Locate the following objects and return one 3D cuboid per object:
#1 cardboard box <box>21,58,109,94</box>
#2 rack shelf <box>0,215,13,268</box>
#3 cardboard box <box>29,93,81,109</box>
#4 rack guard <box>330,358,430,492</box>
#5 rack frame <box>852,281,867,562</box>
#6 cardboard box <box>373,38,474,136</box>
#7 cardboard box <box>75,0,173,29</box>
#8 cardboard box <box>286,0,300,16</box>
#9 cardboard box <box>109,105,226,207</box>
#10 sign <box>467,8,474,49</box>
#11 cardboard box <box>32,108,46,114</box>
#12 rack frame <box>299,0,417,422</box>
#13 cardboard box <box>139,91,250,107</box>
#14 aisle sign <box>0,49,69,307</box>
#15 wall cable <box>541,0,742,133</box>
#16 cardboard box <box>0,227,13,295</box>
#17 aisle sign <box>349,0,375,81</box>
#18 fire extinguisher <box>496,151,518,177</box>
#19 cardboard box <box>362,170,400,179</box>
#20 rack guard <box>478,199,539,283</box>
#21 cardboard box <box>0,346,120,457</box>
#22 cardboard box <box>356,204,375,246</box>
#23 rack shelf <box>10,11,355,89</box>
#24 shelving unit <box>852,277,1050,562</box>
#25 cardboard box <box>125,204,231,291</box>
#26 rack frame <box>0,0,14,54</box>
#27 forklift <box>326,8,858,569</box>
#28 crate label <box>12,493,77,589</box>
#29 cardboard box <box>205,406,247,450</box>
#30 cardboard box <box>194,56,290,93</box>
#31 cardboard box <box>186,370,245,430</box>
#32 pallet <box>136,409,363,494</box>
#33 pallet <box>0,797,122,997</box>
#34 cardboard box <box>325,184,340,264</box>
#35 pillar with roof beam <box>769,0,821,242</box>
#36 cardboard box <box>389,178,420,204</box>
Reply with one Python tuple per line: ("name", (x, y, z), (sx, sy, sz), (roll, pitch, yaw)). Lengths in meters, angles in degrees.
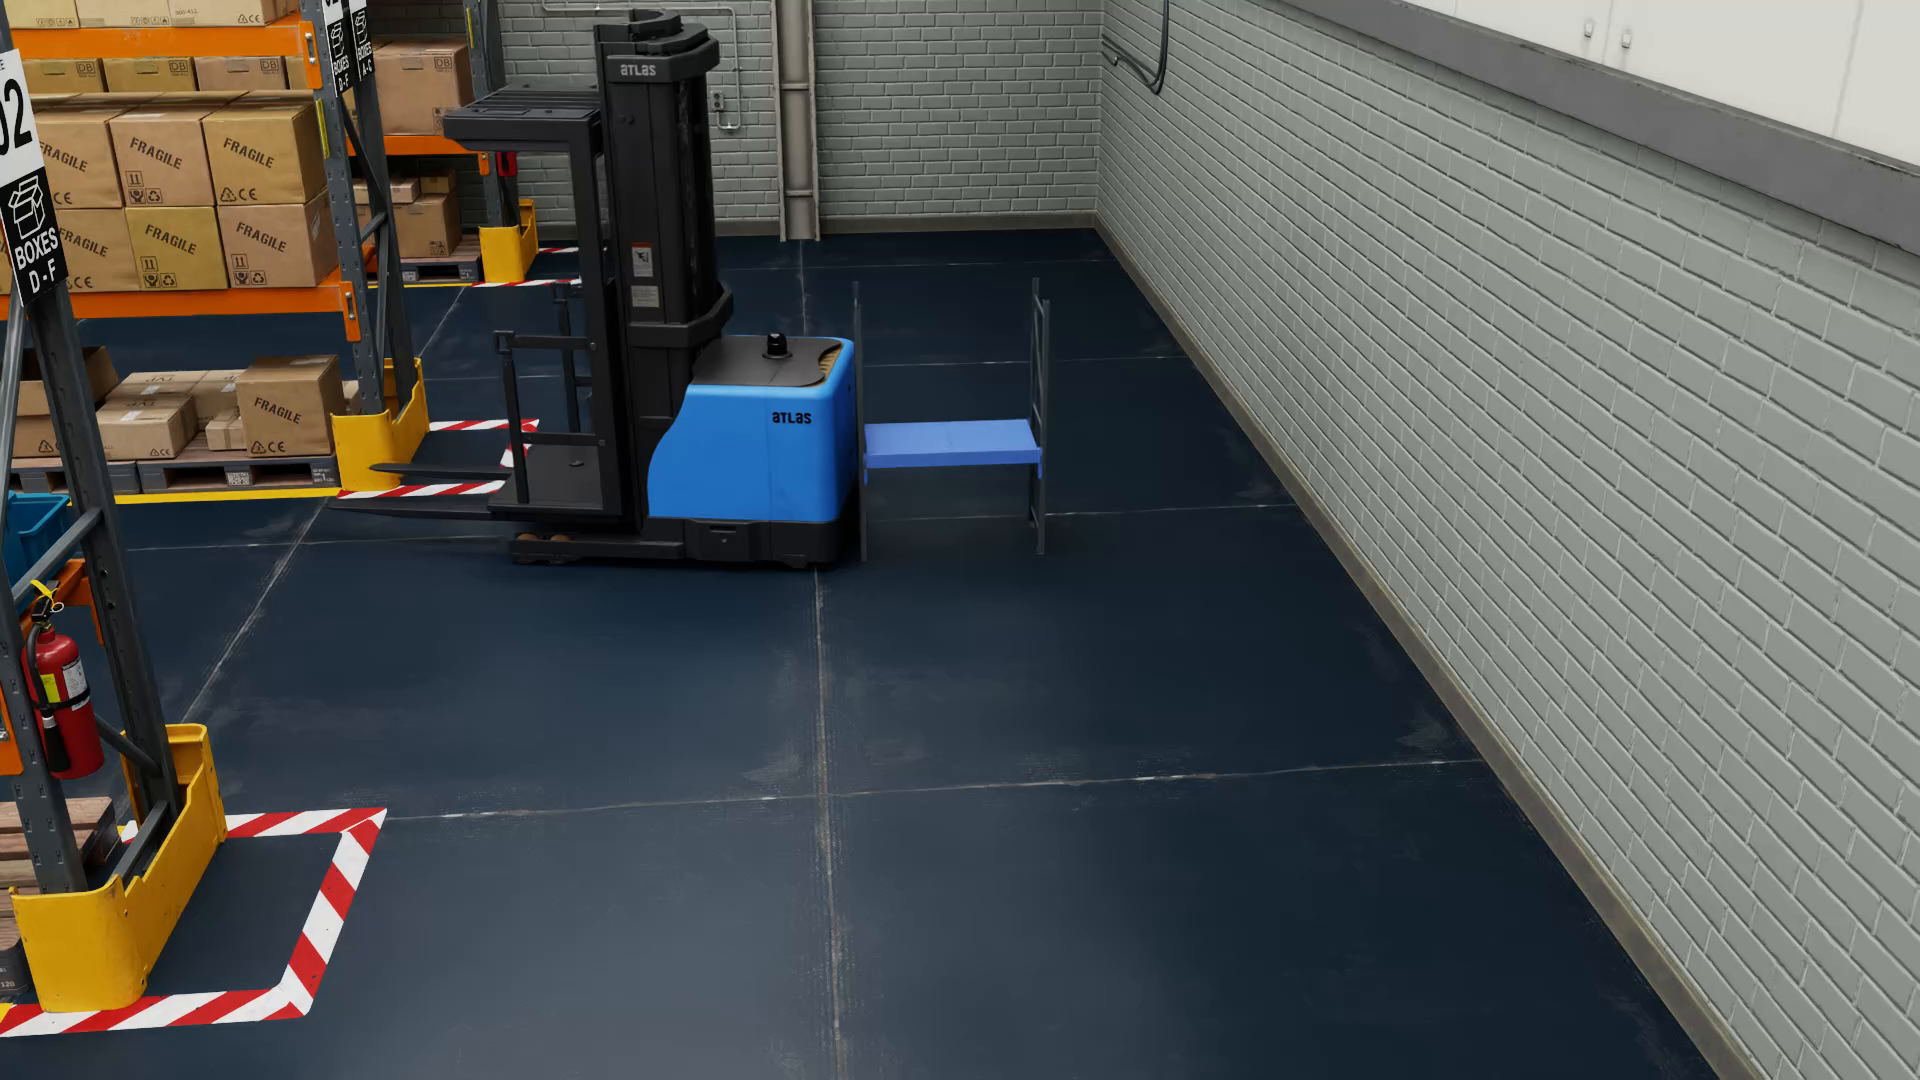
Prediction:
("cardboard box", (-7.626, -3.910, 14.484), (0.700, 0.700, 0.980), (-2, 24, -4))
("rack shelf", (-5.203, -0.875, 5.219), (4.000, 0.370, 1.077), (-2, 24, -5))
("cardboard box", (-5.687, -2.444, 10.202), (0.500, 0.500, 0.500), (-3, 24, -6))
("rack guard", (-3.772, -0.770, 10.867), (0.348, 0.500, 1.175), (-2, 24, -5))
("rack frame", (-0.566, -0.662, 9.392), (0.032, 1.500, 0.500), (-2, 24, -5))
("cardboard box", (-4.693, -4.030, 14.755), (0.700, 0.700, 0.980), (-1, 24, -3))
("cardboard box", (-4.680, -3.075, 9.466), (0.500, 0.250, 0.500), (-2, 24, -5))
("cardboard box", (-4.232, -3.300, 9.972), (0.500, 0.250, 0.500), (-2, 24, -5))
("cardboard box", (-4.614, -2.269, 9.807), (0.500, 0.500, 0.500), (-2, 24, -4))
("sign", (-4.147, -4.335, 14.093), (0.005, 0.325, 0.100), (-2, 24, -5))
("cardboard box", (-5.641, -2.225, 9.710), (0.500, 0.500, 0.500), (-2, 24, -4))
("rack frame", (-3.696, -1.915, 10.366), (0.127, 3.000, 1.000), (-2, 24, -5))
("cardboard box", (-4.683, -2.483, 10.289), (0.500, 0.500, 0.500), (-2, 24, -5))
("aisle sign", (-3.170, -1.224, 5.610), (0.004, 0.787, 0.394), (-2, 24, -5))
("wall cable", (-3.005, -4.815, 15.639), (1.851, 1.984, 0.084), (-2, 24, -5))
("cardboard box", (-5.629, -1.773, 9.923), (0.500, 0.500, 0.500), (-3, 24, -6))
("aisle sign", (-3.657, -3.225, 10.111), (0.004, 0.787, 0.394), (-2, 24, -5))
("fire extinguisher", (-3.991, -3.531, 14.556), (0.183, 0.674, 0.296), (-2, 24, -5))
("cardboard box", (-5.273, -3.260, 15.154), (0.250, 0.149, 0.380), (-2, 24, -5))
("rack guard", (-4.163, -2.776, 15.380), (0.348, 0.500, 1.175), (-2, 24, -5))
("cardboard box", (-5.807, -0.893, 10.598), (0.637, 0.503, 0.797), (-2, 24, -5))
("cardboard box", (-5.371, -2.879, 15.094), (0.500, 0.500, 0.700), (-2, 24, -5))
("rack shelf", (-5.686, -2.877, 9.723), (4.000, 0.370, 1.077), (-2, 24, -5))
("shelving unit", (-0.060, -0.680, 9.433), (1.048, 1.500, 0.538), (-2, 24, -5))
("cardboard box", (-4.631, -1.811, 10.008), (0.500, 0.500, 0.500), (-2, 24, -5))
("rack frame", (-3.213, -2.654, 4.643), (0.127, 3.000, 1.000), (-2, 24, -5))
("forklift", (-2.140, -1.409, 9.312), (3.031, 2.935, 1.130), (2, 24, 5))
("crate label", (-3.491, 0.013, 6.160), (0.303, 0.233, 0.416), (-2, 24, -5))
("cardboard box", (-4.625, -0.721, 10.625), (0.250, 0.166, 0.380), (-2, 24, -5))
("cardboard box", (-6.176, -3.970, 14.619), (0.700, 0.700, 0.980), (-3, 24, -8))
("cardboard box", (-4.762, -0.933, 10.999), (0.500, 0.250, 0.500), (-2, 24, -5))
("pallet", (-4.565, -0.606, 10.853), (1.213, 0.211, 1.003), (-2, 24, -5))
("pallet", (-4.037, 1.378, 6.389), (1.213, 0.211, 1.003), (-2, 24, -5))
("cardboard box", (-4.163, -2.050, 10.546), (0.500, 0.500, 0.500), (-2, 24, -4))
("pillar with roof beam", (-1.161, -5.376, 10.766), (0.400, 9.000, 9.100), (-2, 24, -5))
("cardboard box", (-4.983, -3.116, 14.830), (0.250, 0.149, 0.380), (-3, 24, -6))
